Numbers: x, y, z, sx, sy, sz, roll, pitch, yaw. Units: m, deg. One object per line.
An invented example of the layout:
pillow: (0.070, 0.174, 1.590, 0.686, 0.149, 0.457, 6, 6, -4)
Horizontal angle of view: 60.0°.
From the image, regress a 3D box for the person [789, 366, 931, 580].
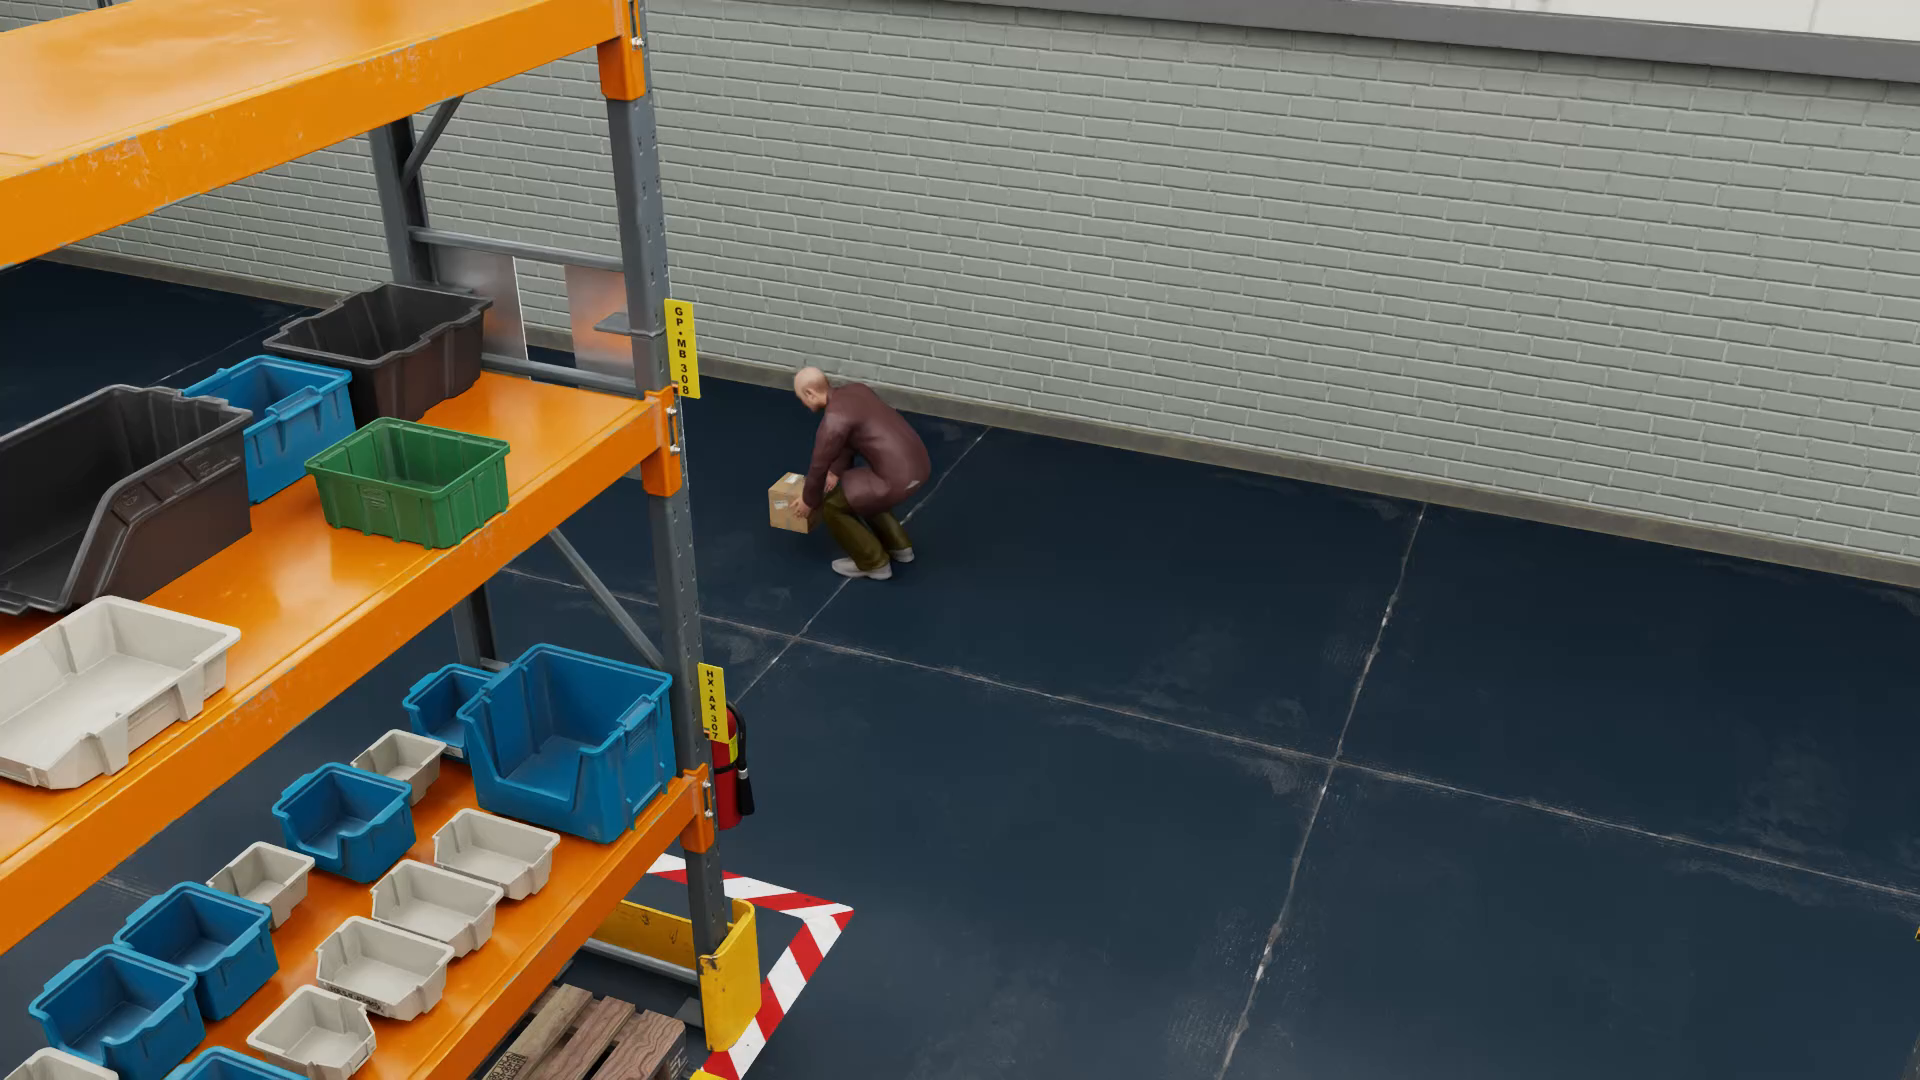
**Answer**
person: (-0.567, -0.386, 9.659, 0.796, 1.242, 0.631, 11, 31, 19)
